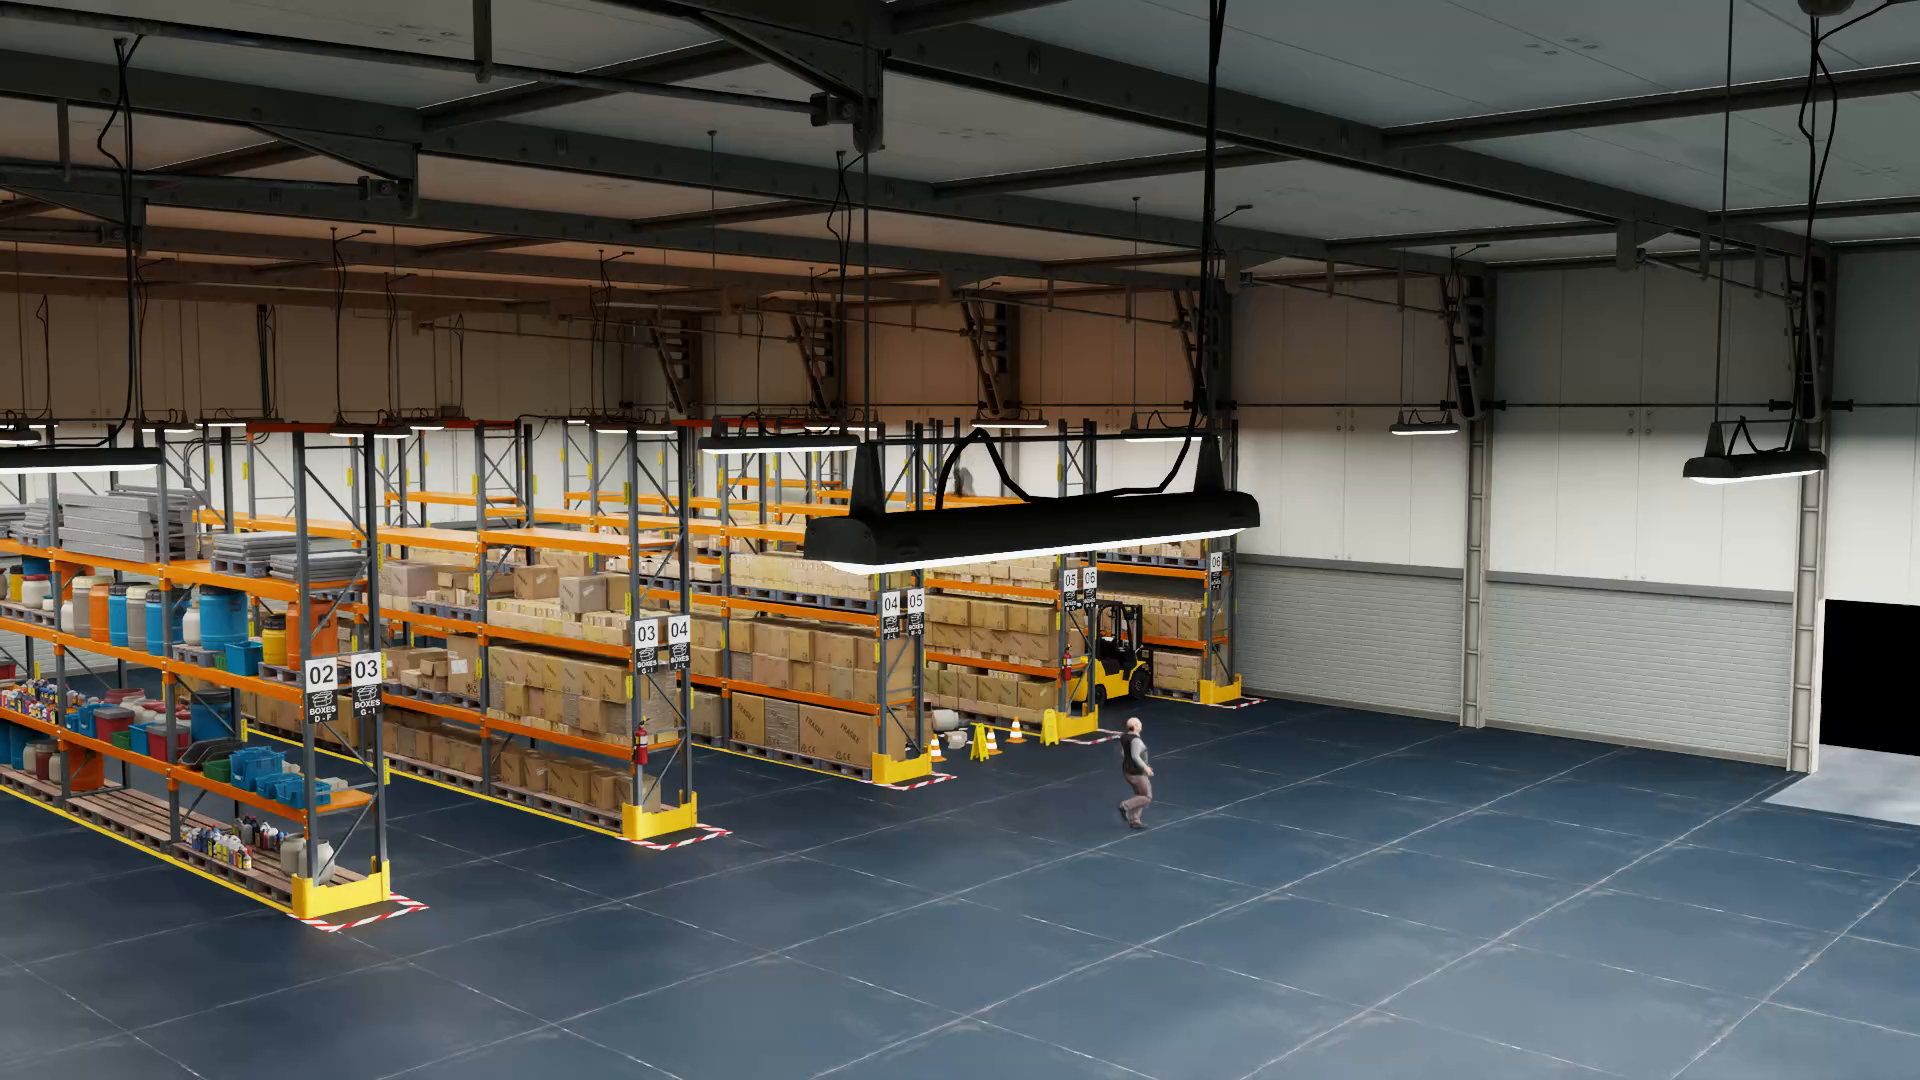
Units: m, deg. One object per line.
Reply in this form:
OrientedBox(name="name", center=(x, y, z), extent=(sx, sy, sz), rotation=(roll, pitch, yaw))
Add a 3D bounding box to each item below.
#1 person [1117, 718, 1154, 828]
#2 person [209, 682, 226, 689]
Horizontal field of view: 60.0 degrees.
OrientedBox(name="person", center=(2.579, 3.476, 24.771), extent=(0.586, 1.679, 0.659), rotation=(-2, 5, -19))
OrientedBox(name="person", center=(-12.902, 3.141, 28.947), extent=(0.711, 1.710, 0.556), rotation=(3, 6, 35))
